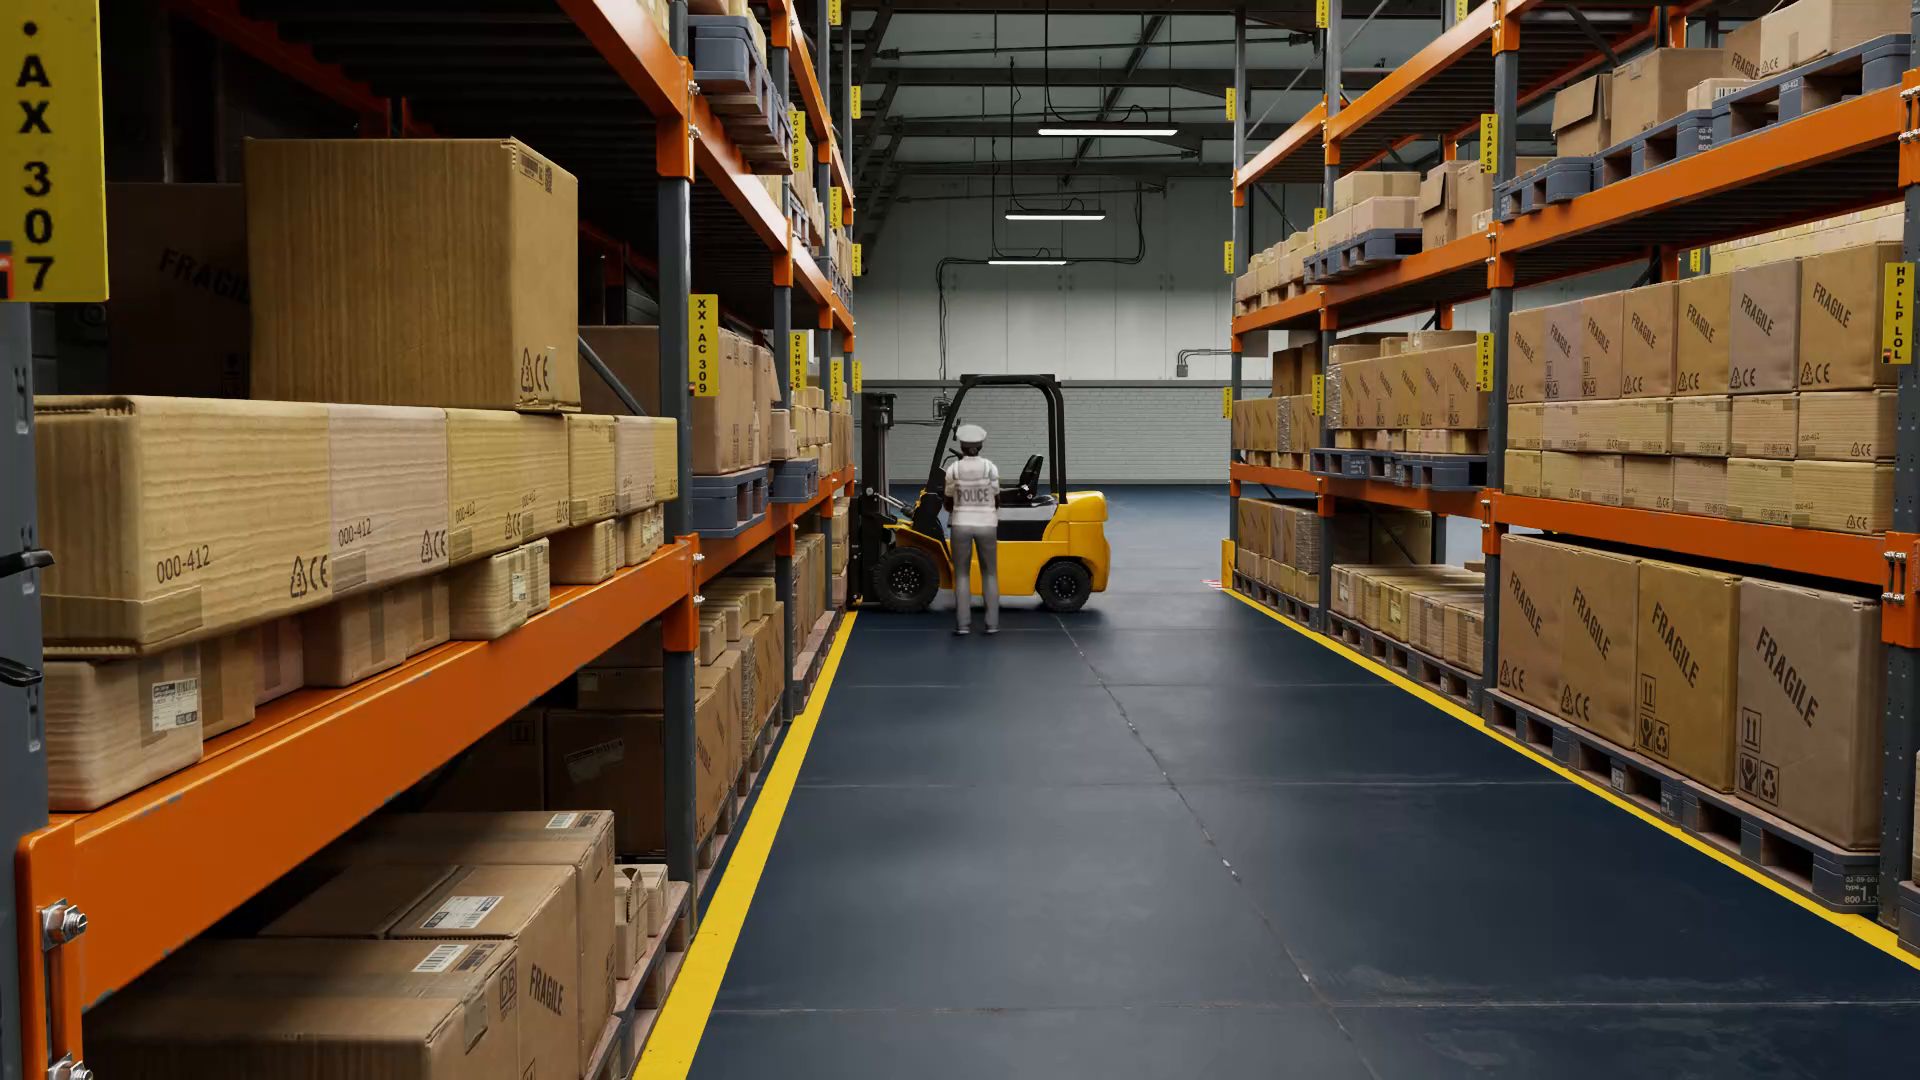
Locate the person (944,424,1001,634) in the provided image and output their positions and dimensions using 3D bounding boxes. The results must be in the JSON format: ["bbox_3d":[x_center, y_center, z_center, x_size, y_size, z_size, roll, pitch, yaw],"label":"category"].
[{"bbox_3d":[0.102,-0.085,13.491,0.471,1.698,0.522,0,4,-2],"label":"person"}]
